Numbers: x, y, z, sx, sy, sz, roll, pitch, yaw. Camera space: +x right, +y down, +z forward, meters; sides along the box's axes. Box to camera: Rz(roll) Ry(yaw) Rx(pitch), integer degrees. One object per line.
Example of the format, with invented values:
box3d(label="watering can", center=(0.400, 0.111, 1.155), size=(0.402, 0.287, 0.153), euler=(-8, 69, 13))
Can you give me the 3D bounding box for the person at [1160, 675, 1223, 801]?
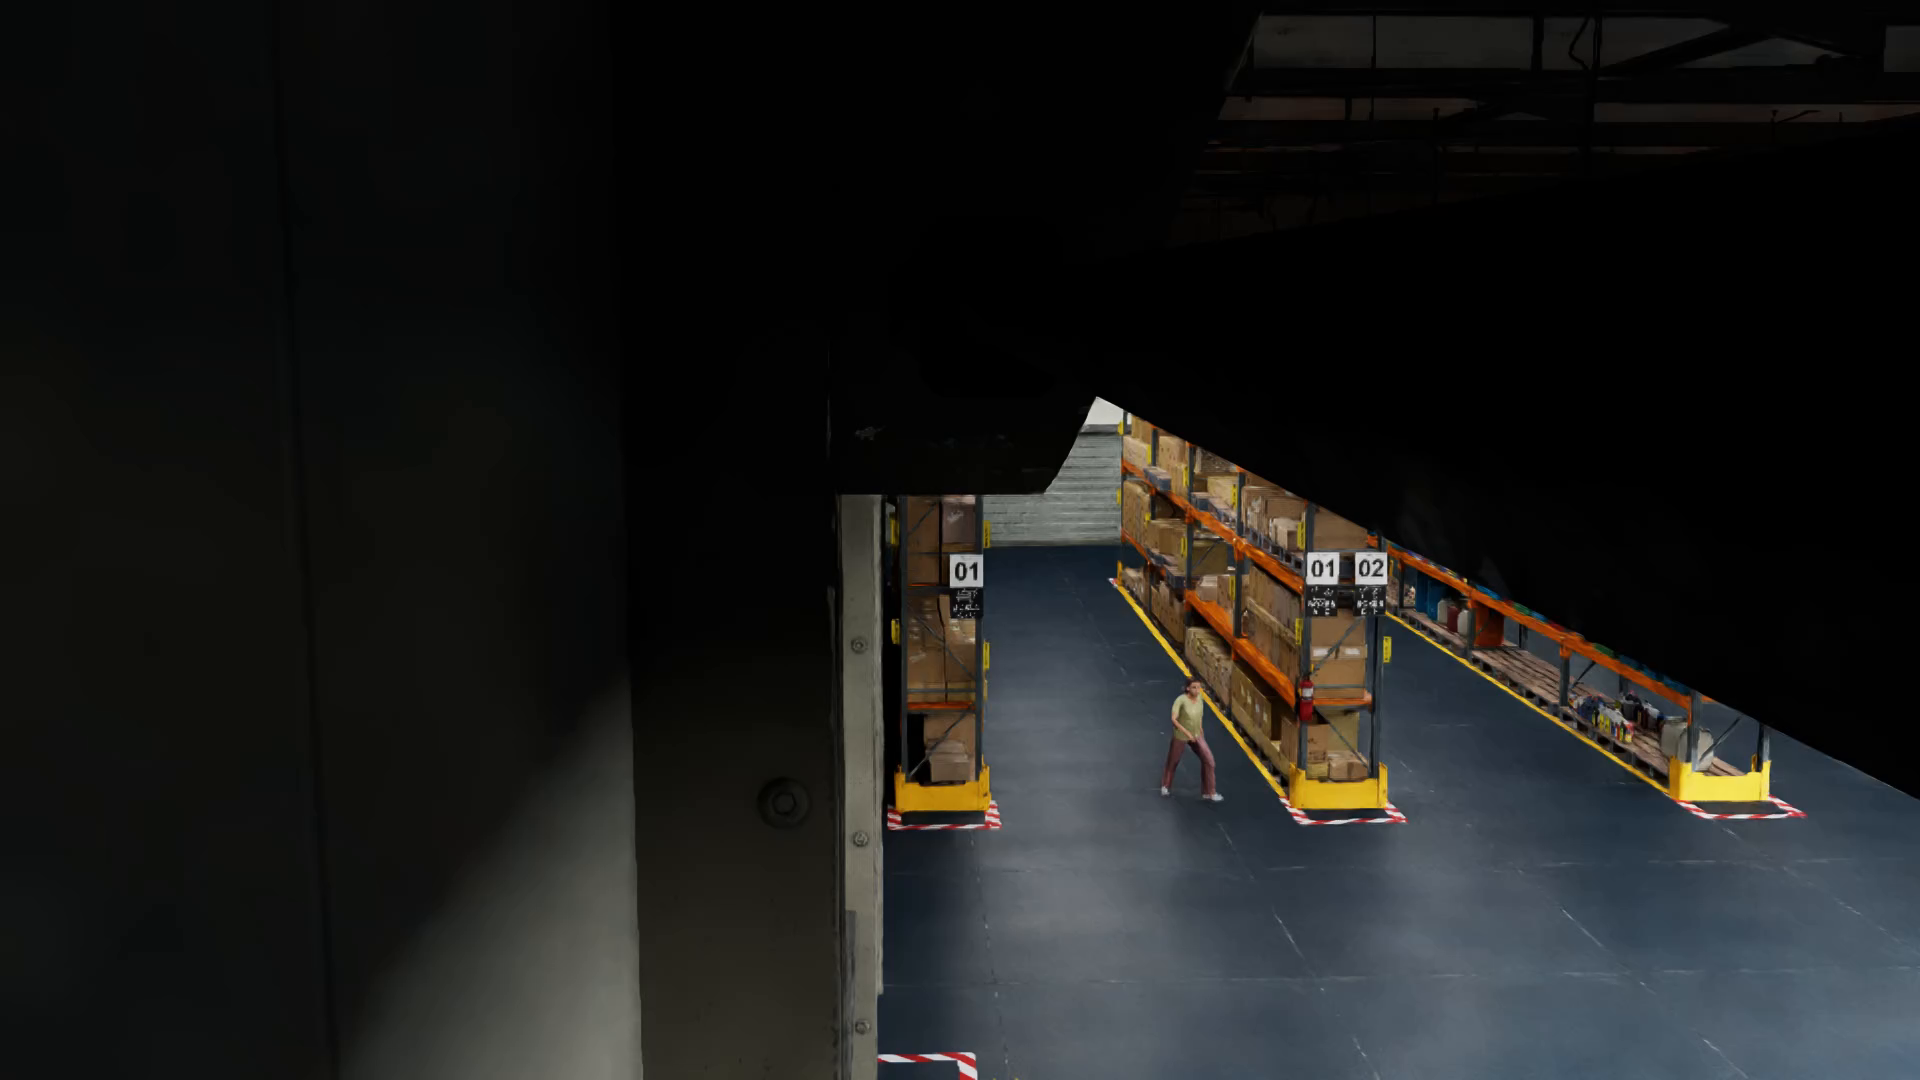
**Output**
box3d(label="person", center=(2.876, 2.457, 20.922), size=(0.615, 1.603, 0.811), euler=(-3, 9, -21))
